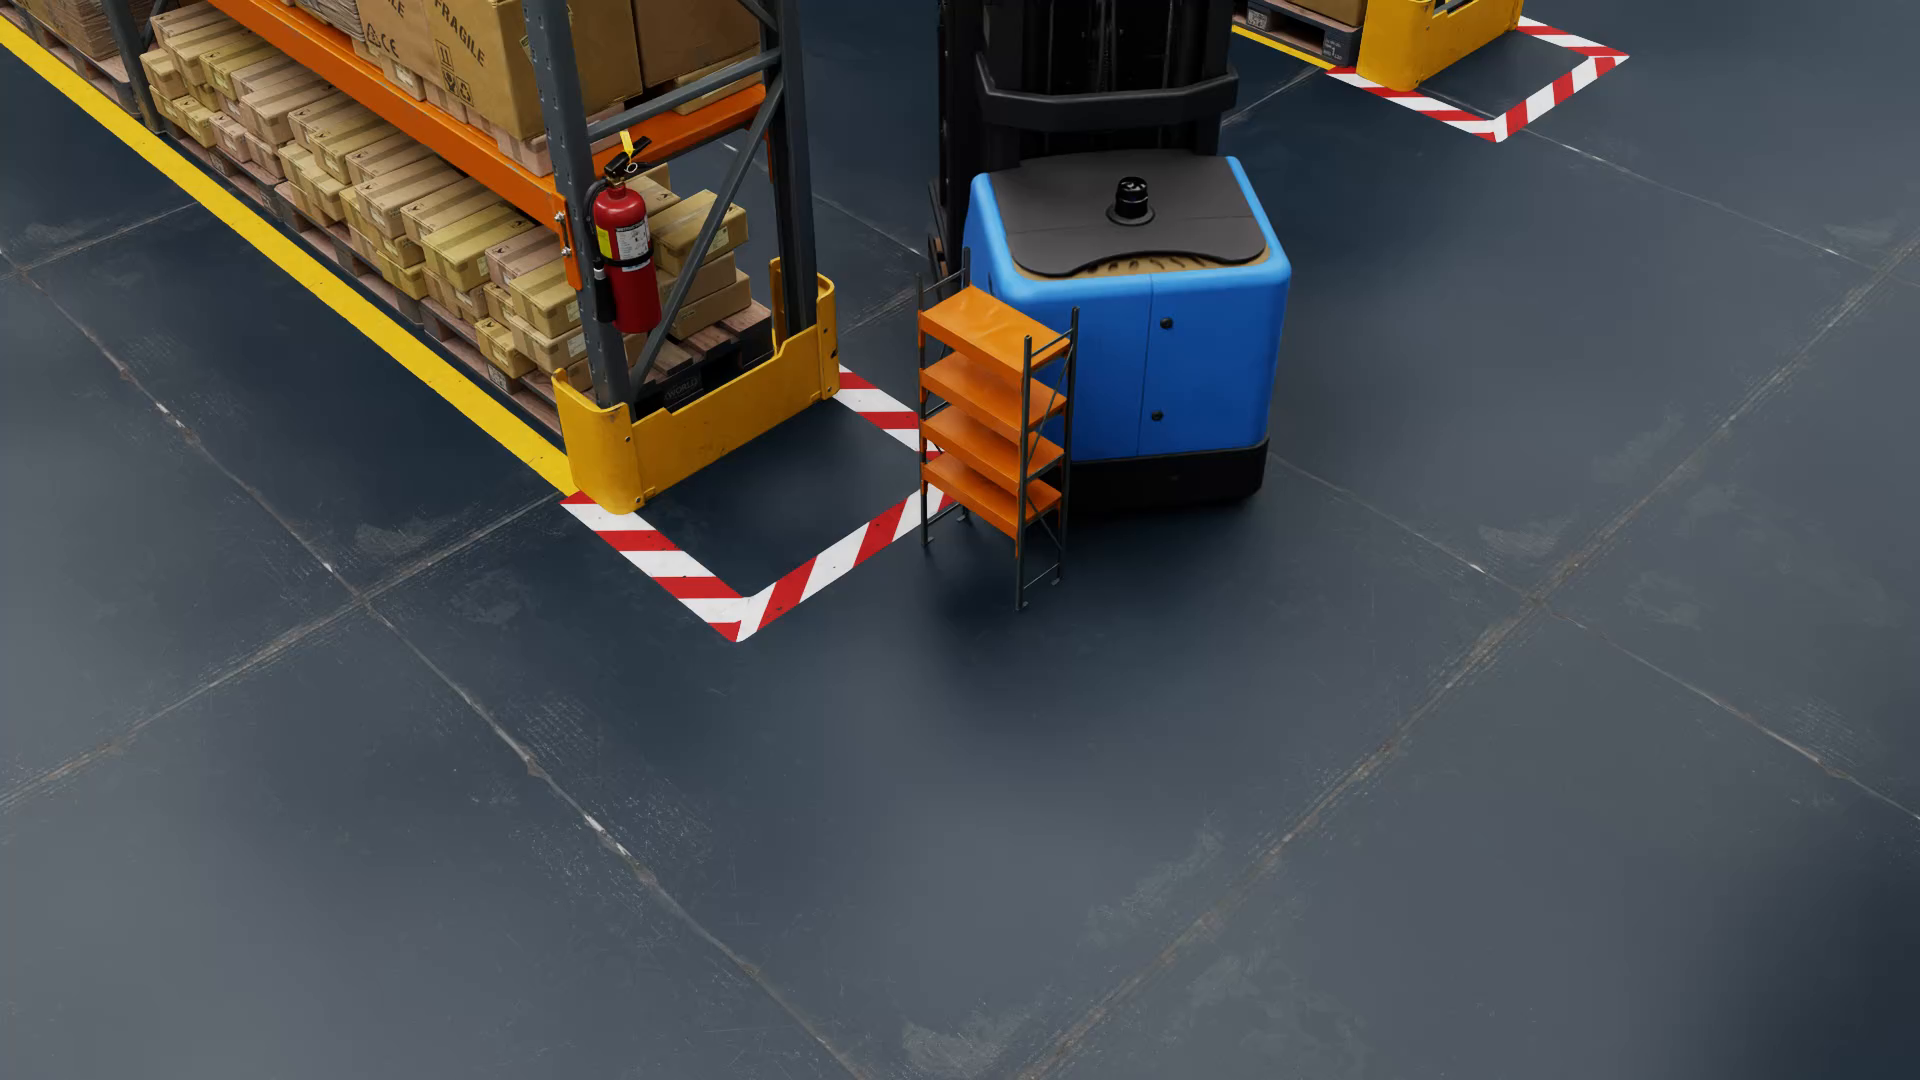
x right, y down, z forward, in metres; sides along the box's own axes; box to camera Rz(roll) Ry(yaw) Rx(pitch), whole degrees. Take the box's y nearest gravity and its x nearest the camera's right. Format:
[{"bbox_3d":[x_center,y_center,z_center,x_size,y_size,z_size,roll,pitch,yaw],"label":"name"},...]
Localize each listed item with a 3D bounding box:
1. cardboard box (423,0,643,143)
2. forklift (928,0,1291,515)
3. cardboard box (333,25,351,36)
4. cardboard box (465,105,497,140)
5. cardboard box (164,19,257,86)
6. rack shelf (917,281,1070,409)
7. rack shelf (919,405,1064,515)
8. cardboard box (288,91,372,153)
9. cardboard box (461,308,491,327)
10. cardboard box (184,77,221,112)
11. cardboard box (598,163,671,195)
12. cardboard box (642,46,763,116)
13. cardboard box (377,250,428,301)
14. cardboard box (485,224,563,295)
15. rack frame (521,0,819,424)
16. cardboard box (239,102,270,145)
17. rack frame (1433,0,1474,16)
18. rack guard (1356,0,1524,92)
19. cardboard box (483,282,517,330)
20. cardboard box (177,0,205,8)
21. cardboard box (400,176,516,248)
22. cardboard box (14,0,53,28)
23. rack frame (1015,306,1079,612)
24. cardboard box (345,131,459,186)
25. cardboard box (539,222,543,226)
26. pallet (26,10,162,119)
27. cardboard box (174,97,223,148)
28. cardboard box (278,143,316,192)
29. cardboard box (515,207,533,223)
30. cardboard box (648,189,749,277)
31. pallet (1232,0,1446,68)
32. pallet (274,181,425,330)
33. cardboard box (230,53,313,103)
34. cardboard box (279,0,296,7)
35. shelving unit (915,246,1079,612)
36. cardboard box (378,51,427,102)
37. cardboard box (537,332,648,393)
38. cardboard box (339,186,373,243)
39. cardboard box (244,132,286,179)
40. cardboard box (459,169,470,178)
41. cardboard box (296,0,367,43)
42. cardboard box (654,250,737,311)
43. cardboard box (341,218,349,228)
[{"bbox_3d":[-1.453,-1.743,5.633,0.500,0.500,0.500,-33,52,-31],"label":"cardboard box"},{"bbox_3d":[0.455,-2.166,6.434,1.130,2.935,3.031,-5,43,-6],"label":"forklift"},{"bbox_3d":[-2.231,-2.095,6.492,0.250,0.149,0.380,32,51,30],"label":"cardboard box"},{"bbox_3d":[-1.533,-1.571,5.925,0.250,0.149,0.380,34,53,31],"label":"cardboard box"},{"bbox_3d":[-3.529,-2.327,7.911,0.380,0.149,0.250,-31,51,-29],"label":"cardboard box"},{"bbox_3d":[0.117,-0.650,5.490,0.258,0.148,0.480,-34,53,-31],"label":"rack shelf"},{"bbox_3d":[0.117,-0.312,5.802,0.258,0.148,0.480,-34,53,-31],"label":"rack shelf"},{"bbox_3d":[-2.743,-1.862,7.407,0.250,0.149,0.380,32,51,30],"label":"cardboard box"},{"bbox_3d":[-1.852,-1.008,6.922,0.250,0.149,0.380,34,52,31],"label":"cardboard box"},{"bbox_3d":[-3.507,-2.237,8.033,0.380,0.149,0.250,-34,52,-31],"label":"cardboard box"},{"bbox_3d":[-1.450,-1.502,7.018,0.250,0.149,0.380,34,53,31],"label":"cardboard box"},{"bbox_3d":[-0.950,-1.725,6.092,0.250,0.149,0.380,34,52,31],"label":"cardboard box"},{"bbox_3d":[-2.260,-1.213,7.144,0.250,0.149,0.380,32,51,30],"label":"cardboard box"},{"bbox_3d":[-1.644,-1.112,6.596,0.380,0.149,0.250,-33,52,-31],"label":"cardboard box"},{"bbox_3d":[-0.954,-1.505,5.668,1.000,3.000,0.127,-34,53,-31],"label":"rack frame"},{"bbox_3d":[-3.121,-2.006,7.783,0.250,0.149,0.380,32,51,30],"label":"cardboard box"},{"bbox_3d":[2.629,-3.833,8.188,1.000,3.000,0.127,-34,53,-31],"label":"rack frame"},{"bbox_3d":[2.646,-2.904,9.024,1.175,0.500,0.348,-34,53,-31],"label":"rack guard"},{"bbox_3d":[-1.675,-0.989,6.682,0.250,0.149,0.380,33,52,31],"label":"cardboard box"},{"bbox_3d":[-4.113,-3.145,8.976,0.500,0.500,0.500,-32,51,-30],"label":"cardboard box"},{"bbox_3d":[-2.055,-1.330,6.832,0.250,0.149,0.380,32,52,30],"label":"cardboard box"},{"bbox_3d":[-4.842,-3.144,8.975,0.500,0.500,0.500,33,52,30],"label":"cardboard box"},{"bbox_3d":[0.289,-0.244,5.630,0.240,1.200,0.015,-34,53,-31],"label":"rack frame"},{"bbox_3d":[-2.391,-1.612,7.137,0.250,0.149,0.380,32,52,30],"label":"cardboard box"},{"bbox_3d":[-1.623,-1.395,7.341,0.380,0.149,0.250,-33,52,-31],"label":"cardboard box"},{"bbox_3d":[-4.329,-2.776,9.099,1.003,0.211,1.213,-34,53,-31],"label":"pallet"},{"bbox_3d":[-3.561,-2.077,8.079,0.380,0.149,0.250,-33,52,-30],"label":"cardboard box"},{"bbox_3d":[-2.810,-1.711,7.464,0.250,0.149,0.380,34,52,31],"label":"cardboard box"},{"bbox_3d":[-2.014,-1.265,6.981,0.250,0.149,0.380,34,52,31],"label":"cardboard box"},{"bbox_3d":[-1.083,-1.245,6.740,0.250,0.149,0.380,32,51,30],"label":"cardboard box"},{"bbox_3d":[2.009,-3.156,9.510,1.003,0.211,1.213,-34,53,-31],"label":"pallet"},{"bbox_3d":[-2.413,-1.510,7.729,1.003,0.211,1.213,-34,53,-31],"label":"pallet"},{"bbox_3d":[-3.116,-2.115,7.681,0.250,0.149,0.380,33,52,30],"label":"cardboard box"},{"bbox_3d":[-2.624,-2.325,6.741,0.380,0.149,0.250,-32,52,-30],"label":"cardboard box"},{"bbox_3d":[0.117,-0.361,5.757,0.258,1.200,0.503,-34,53,-31],"label":"shelving unit"},{"bbox_3d":[-1.918,-1.796,6.168,0.380,0.149,0.250,-33,52,-30],"label":"cardboard box"},{"bbox_3d":[-1.473,-0.765,6.659,0.380,0.149,0.250,-33,52,-31],"label":"cardboard box"},{"bbox_3d":[-2.440,-1.462,7.193,0.380,0.149,0.250,-31,51,-29],"label":"cardboard box"},{"bbox_3d":[-3.134,-1.885,7.870,0.250,0.149,0.380,33,52,31],"label":"cardboard box"},{"bbox_3d":[-2.111,-1.697,7.449,0.380,0.149,0.250,-31,51,-29],"label":"cardboard box"},{"bbox_3d":[-2.178,-2.232,6.163,0.500,0.500,0.500,-34,52,-31],"label":"cardboard box"},{"bbox_3d":[-1.142,-1.096,6.798,0.380,0.149,0.250,-32,51,-30],"label":"cardboard box"},{"bbox_3d":[-2.564,-1.511,7.467,0.380,0.149,0.250,-33,52,-30],"label":"cardboard box"}]
